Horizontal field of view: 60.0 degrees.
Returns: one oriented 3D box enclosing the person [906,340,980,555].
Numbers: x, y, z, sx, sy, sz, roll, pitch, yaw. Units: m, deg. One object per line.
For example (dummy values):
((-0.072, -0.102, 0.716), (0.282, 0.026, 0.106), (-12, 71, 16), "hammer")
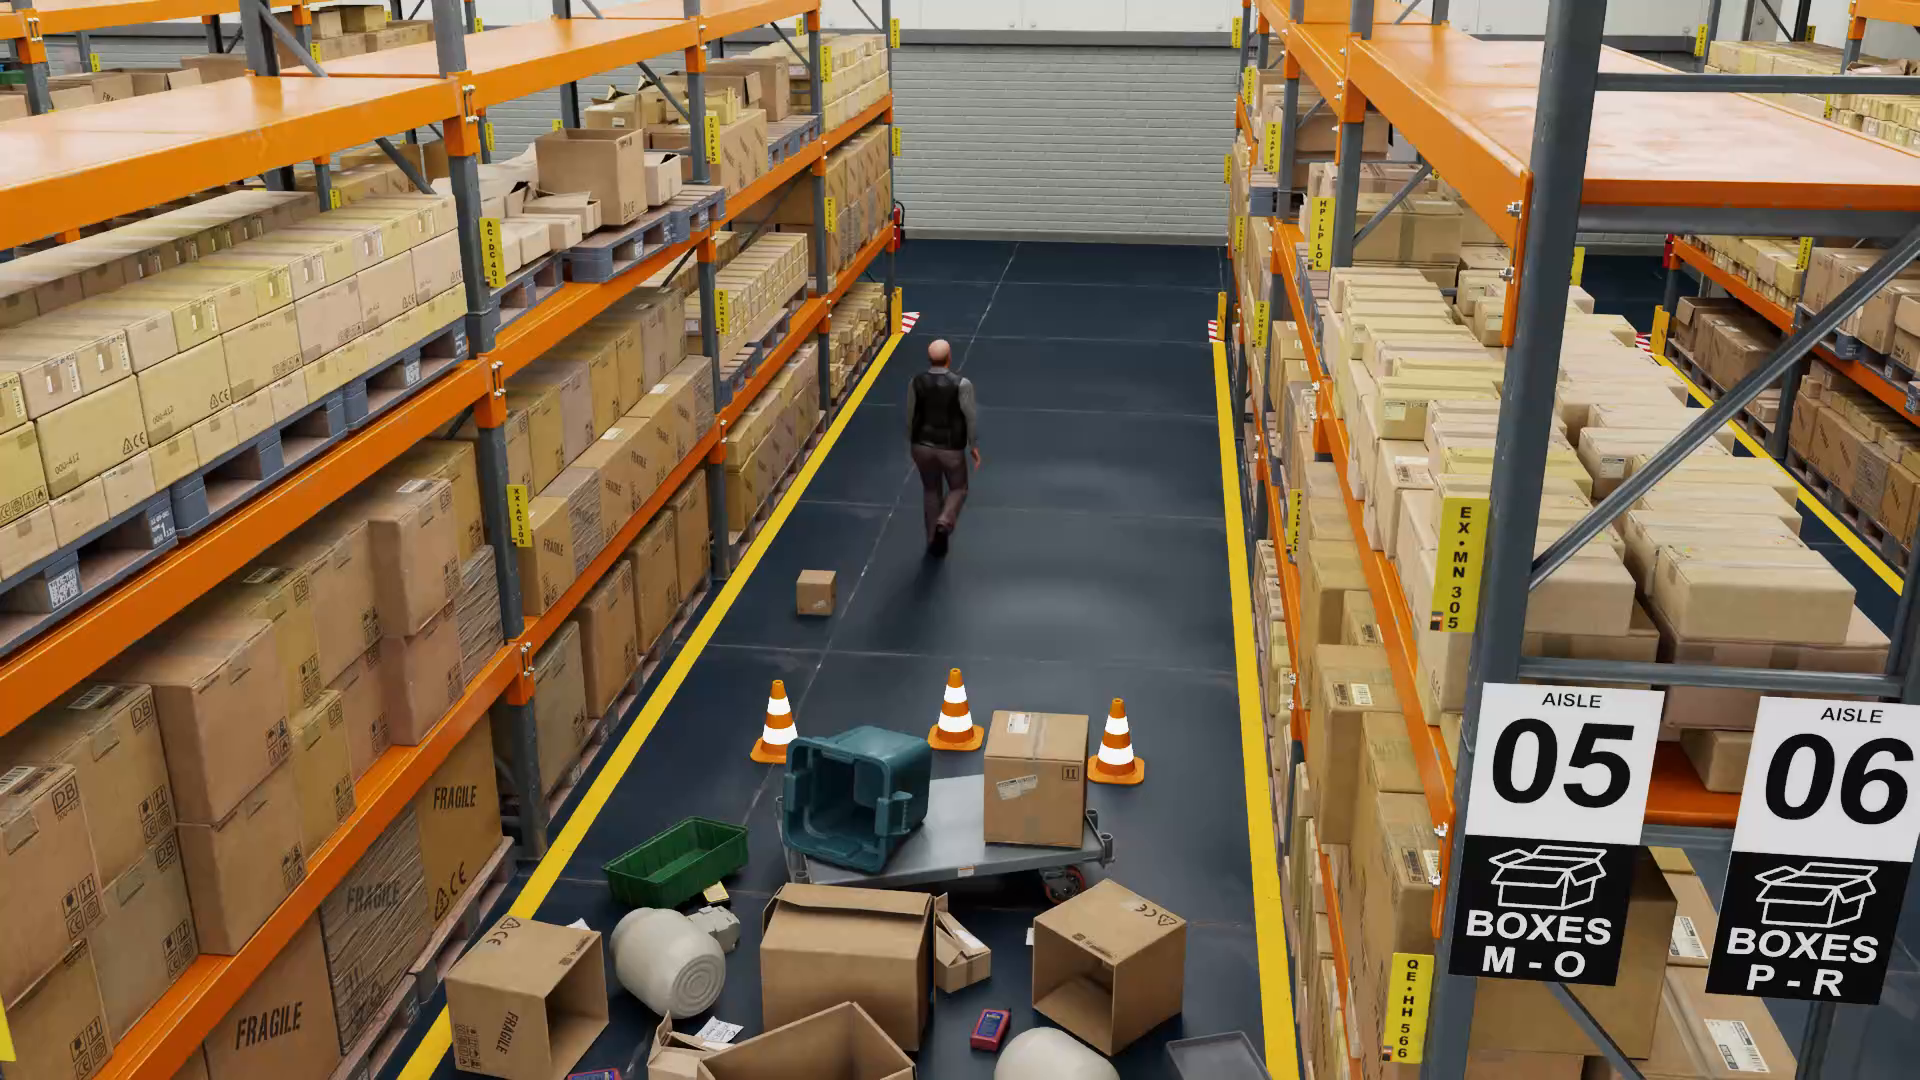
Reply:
((-0.136, -0.704, 12.920), (0.611, 1.703, 0.547), (5, 21, 12), "person")
